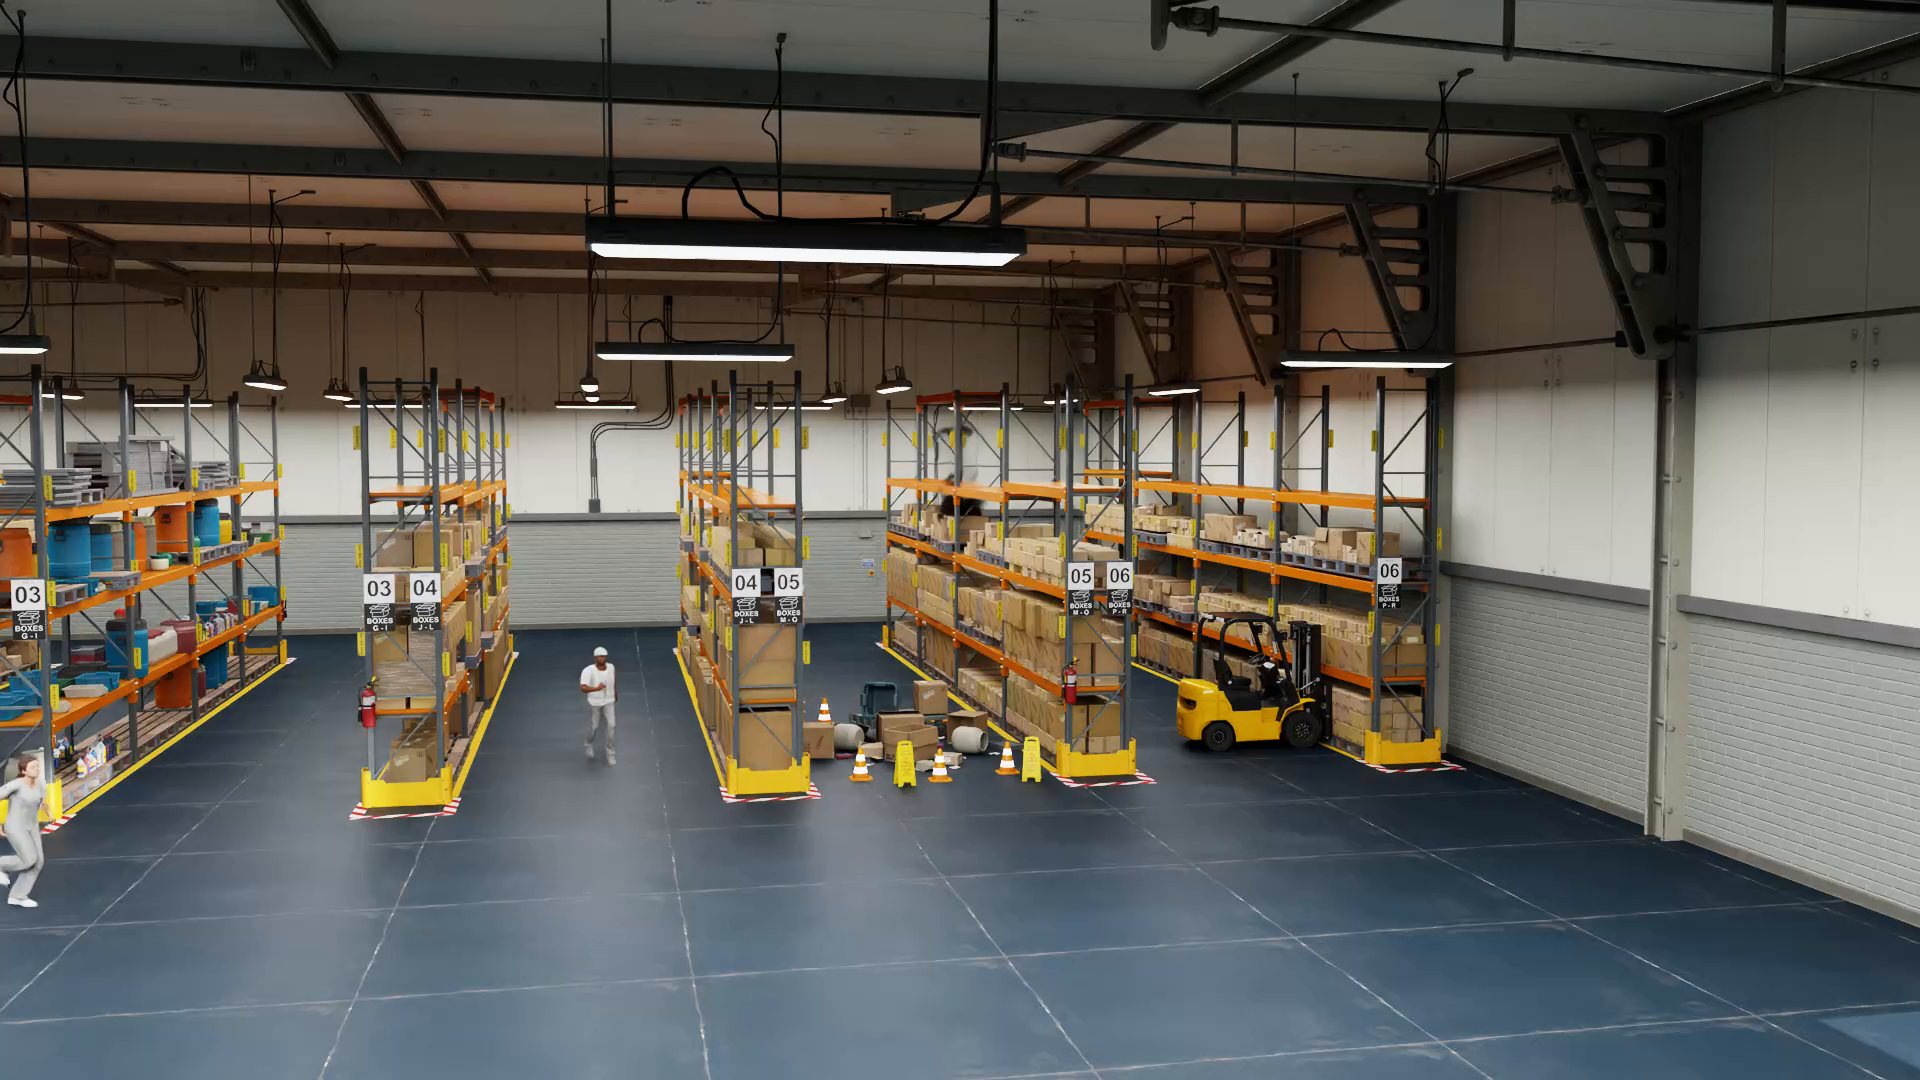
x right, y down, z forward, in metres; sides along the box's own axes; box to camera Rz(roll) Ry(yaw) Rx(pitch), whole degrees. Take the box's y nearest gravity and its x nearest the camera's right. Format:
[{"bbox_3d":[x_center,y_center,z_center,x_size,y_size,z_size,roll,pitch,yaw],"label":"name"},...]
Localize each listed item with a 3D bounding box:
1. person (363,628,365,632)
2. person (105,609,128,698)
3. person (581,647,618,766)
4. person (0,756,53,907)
[{"bbox_3d":[-11.425,2.183,32.695,0.650,1.754,0.876,-1,4,-16],"label":"person"},{"bbox_3d":[-16.318,2.203,32.357,0.634,1.741,0.585,0,3,3],"label":"person"},{"bbox_3d":[-5.607,2.559,25.881,0.681,1.803,0.897,-2,4,-33],"label":"person"},{"bbox_3d":[-10.112,3.144,17.938,0.656,1.619,0.601,1,4,17],"label":"person"}]
